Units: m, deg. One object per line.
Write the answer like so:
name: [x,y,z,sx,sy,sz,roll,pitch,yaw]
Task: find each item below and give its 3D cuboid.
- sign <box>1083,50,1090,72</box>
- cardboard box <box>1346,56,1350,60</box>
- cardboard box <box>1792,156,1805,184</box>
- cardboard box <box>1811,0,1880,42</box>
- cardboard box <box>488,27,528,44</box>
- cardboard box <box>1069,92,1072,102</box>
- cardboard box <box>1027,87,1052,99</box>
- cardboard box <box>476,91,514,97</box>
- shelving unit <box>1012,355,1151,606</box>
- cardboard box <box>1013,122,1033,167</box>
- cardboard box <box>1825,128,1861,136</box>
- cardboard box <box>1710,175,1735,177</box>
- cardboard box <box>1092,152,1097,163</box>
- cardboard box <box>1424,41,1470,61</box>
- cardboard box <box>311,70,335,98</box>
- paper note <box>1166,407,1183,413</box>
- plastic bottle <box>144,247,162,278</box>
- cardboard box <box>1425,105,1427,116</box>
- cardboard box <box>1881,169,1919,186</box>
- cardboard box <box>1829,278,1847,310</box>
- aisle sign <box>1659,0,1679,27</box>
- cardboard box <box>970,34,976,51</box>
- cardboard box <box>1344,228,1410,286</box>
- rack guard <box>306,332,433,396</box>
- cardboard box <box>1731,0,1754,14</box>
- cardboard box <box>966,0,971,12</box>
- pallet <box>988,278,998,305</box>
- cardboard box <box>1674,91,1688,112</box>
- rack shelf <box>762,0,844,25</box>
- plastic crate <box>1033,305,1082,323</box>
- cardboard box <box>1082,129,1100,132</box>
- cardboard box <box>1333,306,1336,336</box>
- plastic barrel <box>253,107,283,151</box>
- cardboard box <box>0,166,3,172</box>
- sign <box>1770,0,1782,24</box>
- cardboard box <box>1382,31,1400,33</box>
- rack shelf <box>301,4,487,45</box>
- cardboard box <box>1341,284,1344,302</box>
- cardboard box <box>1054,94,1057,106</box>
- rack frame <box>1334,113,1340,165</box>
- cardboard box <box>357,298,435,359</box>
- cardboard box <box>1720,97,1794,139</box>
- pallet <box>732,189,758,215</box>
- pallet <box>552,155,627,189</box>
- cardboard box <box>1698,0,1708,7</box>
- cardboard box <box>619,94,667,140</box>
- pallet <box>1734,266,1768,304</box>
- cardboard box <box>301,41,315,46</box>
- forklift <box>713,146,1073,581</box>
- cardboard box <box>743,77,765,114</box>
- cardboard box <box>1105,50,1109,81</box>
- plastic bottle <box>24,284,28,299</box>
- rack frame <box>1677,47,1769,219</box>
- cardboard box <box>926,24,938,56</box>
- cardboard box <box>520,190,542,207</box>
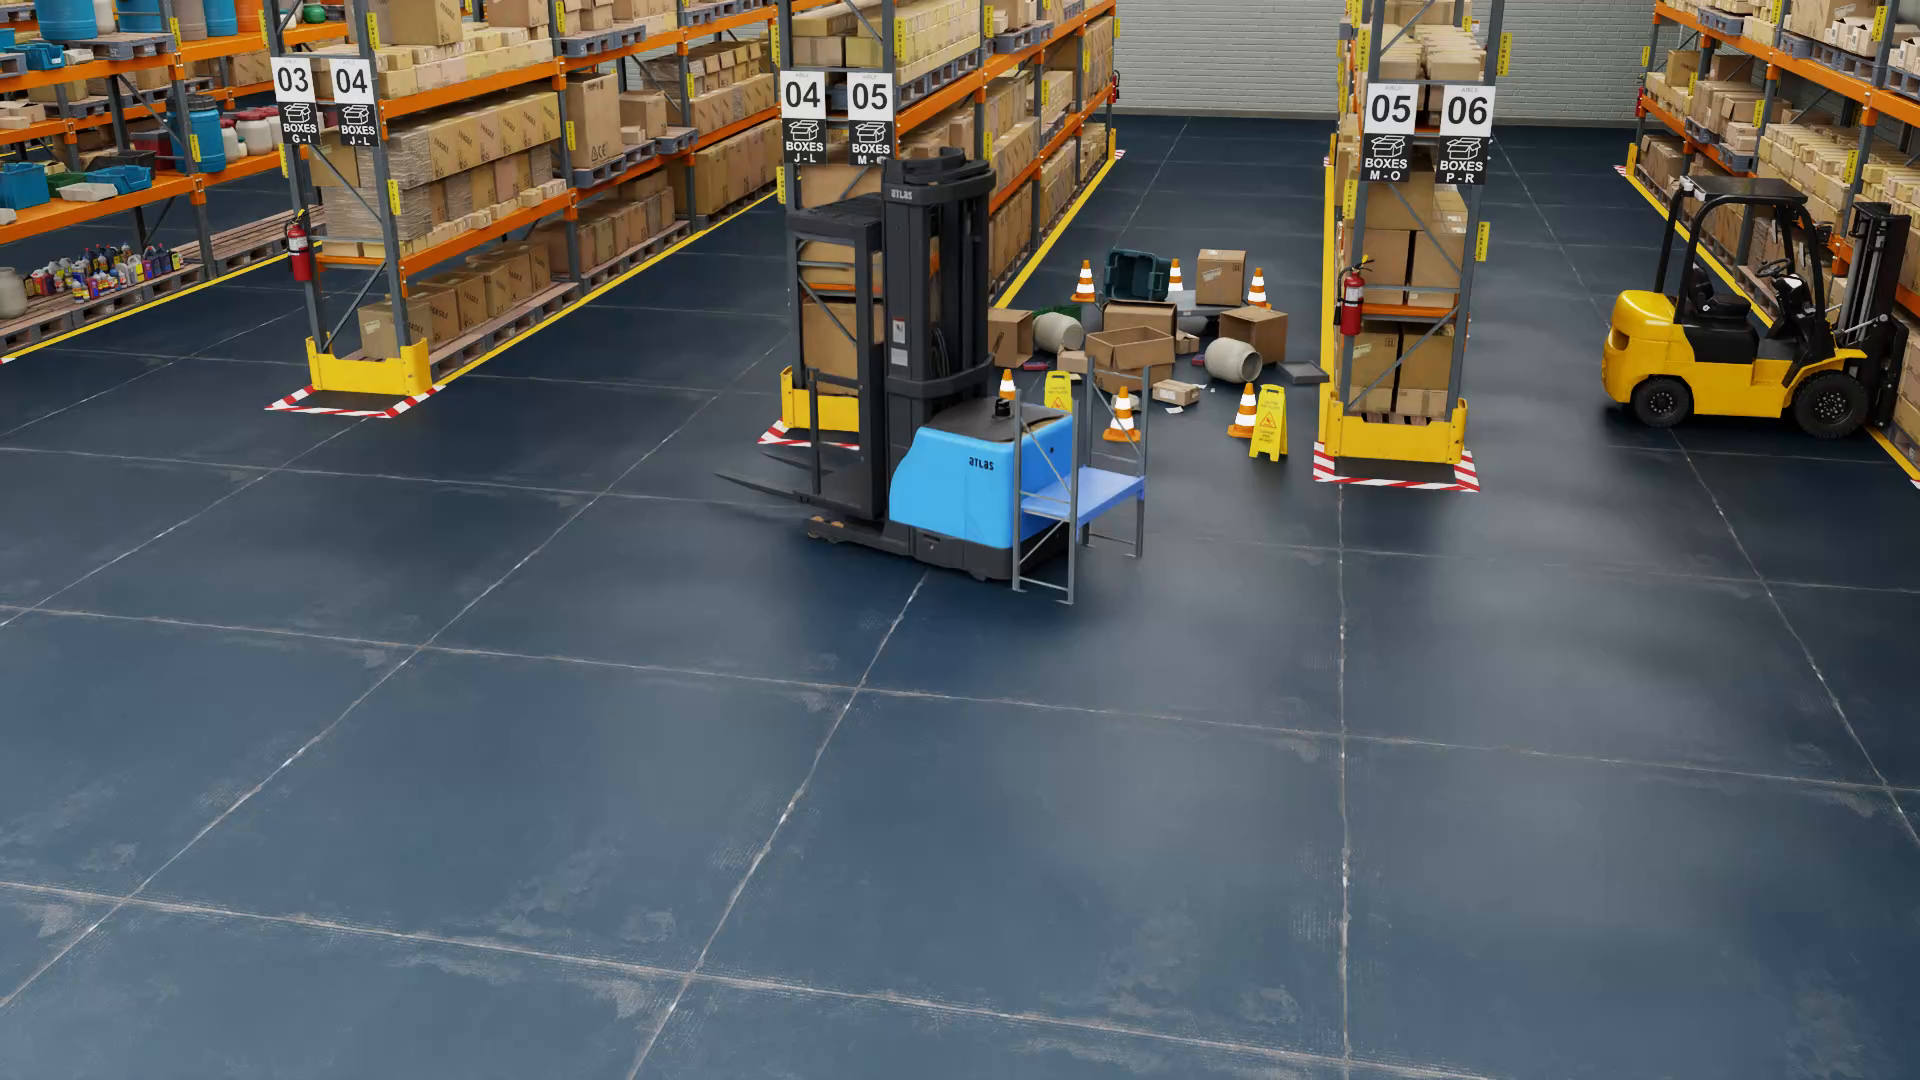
sign: [1.940,-7.354,25.547,0.100,0.325,0.005,4,22,11]
cardboard box: [5.815,-6.700,24.002,0.500,0.500,0.500,4,22,11]
cardboard box: [9.670,-4.134,18.635,0.500,0.250,0.500,5,22,12]
cardboard box: [9.713,-5.738,18.240,0.500,0.500,0.500,5,22,12]
cardboard box: [-4.965,-5.524,18.205,0.380,0.149,0.250,3,22,8]
cardboard box: [1.509,-6.775,25.436,0.380,0.149,0.250,4,22,10]
cardboard box: [1.079,-6.287,23.426,0.380,0.149,0.250,6,23,13]
cardboard box: [-5.412,-4.850,19.010,0.500,0.500,0.500,4,22,11]
shelving unit: [0.874,-0.448,11.957,0.538,1.500,1.048,14,26,31]
cardboard box: [0.648,-5.074,21.302,0.500,0.500,0.500,4,22,11]
cardboard box: [10.494,-4.786,19.719,0.380,0.149,0.250,5,22,12]
cardboard box: [10.637,-4.974,23.103,0.380,0.149,0.250,4,22,11]
cardboard box: [2.114,-6.505,28.244,0.380,0.149,0.250,5,22,12]
cardboard box: [4.428,-4.442,15.121,0.380,0.149,0.250,5,22,12]
cardboard box: [-6.038,-4.401,15.953,0.500,0.250,0.500,5,22,12]
paper note: [2.058,-1.249,15.913,0.148,0.019,0.142,-3,22,-8]
plastic bottle: [-9.808,-3.372,20.168,0.144,0.351,0.185,3,22,8]
cardboard box: [4.280,-3.789,14.569,0.380,0.149,0.250,4,22,11]
cardboard box: [9.187,-3.502,16.133,0.380,0.149,0.250,5,22,12]
cardboard box: [9.085,-2.444,16.688,0.500,0.250,0.500,4,22,10]
aisle sign: [11.666,-8.856,27.348,0.394,0.787,0.004,4,22,11]
cardboard box: [-0.049,-5.198,17.370,0.380,0.149,0.250,5,22,12]
cardboard box: [3.655,-2.532,14.594,0.500,0.500,0.500,4,22,10]
rack guard: [-5.872,-1.752,16.535,1.175,0.500,0.348,4,22,11]
cardboard box: [10.384,-7.013,21.877,0.380,0.149,0.250,5,22,12]
cardboard box: [-0.102,-5.475,16.991,0.380,0.149,0.250,4,22,11]
pallet: [-0.152,-2.926,19.837,1.003,0.211,1.213,4,22,11]
cardboard box: [11.076,-6.598,25.023,0.500,0.250,0.500,5,22,11]
rack shelf: [-3.030,-9.062,28.286,1.077,0.370,4.000,4,22,11]
plastic crate: [1.011,-2.491,18.710,0.450,0.188,0.662,7,21,42]
cardboard box: [2.202,-6.974,28.612,0.380,0.149,0.250,4,22,9]
cardboard box: [4.246,-2.316,17.706,0.500,0.250,0.500,3,22,8]
plastic barrel: [-9.272,-5.547,22.430,0.433,0.535,0.433,0,22,0]
cardboard box: [-13.917,-5.345,24.477,0.500,0.311,0.500,4,22,10]
sign: [9.776,-6.351,19.899,0.100,0.325,0.005,4,22,11]
cardboard box: [4.080,-4.859,16.156,0.380,0.149,0.250,4,22,11]
rack shelf: [-8.695,-7.976,25.591,1.077,0.370,4.000,4,22,11]
cardboard box: [3.841,-2.337,15.887,0.380,0.149,0.250,5,23,13]
cardboard box: [1.188,-6.342,23.962,0.380,0.149,0.250,5,23,13]
rack frame: [7.079,-7.980,28.653,1.000,3.000,0.127,4,22,11]
cardboard box: [-5.743,-2.146,16.951,0.500,0.500,0.500,9,24,21]
cardboard box: [10.459,-5.531,21.871,0.797,0.503,0.637,4,22,10]
pallet: [-3.769,-5.244,25.591,1.003,0.211,1.213,4,22,11]
pallet: [-4.773,-4.526,20.334,1.003,0.211,1.213,4,22,11]
cardboard box: [10.976,-7.795,23.982,0.500,0.250,0.500,5,22,11]
cardboard box: [-4.342,-5.639,22.143,0.700,0.500,0.500,8,23,19]
pallet: [10.101,-3.086,20.233,1.003,0.211,1.213,4,22,11]
cardboard box: [-12.345,-9.444,30.815,0.500,0.500,0.500,5,22,12]
forklift: [-0.598,-1.478,12.599,3.031,2.935,1.130,15,26,32]
cardboard box: [-3.374,-6.947,25.953,0.500,0.500,0.500,5,23,13]
cardboard box: [2.263,-8.133,28.500,0.500,0.500,0.500,4,22,10]
plastic bottle: [-10.790,-2.873,19.128,0.097,0.201,0.097,0,22,0]
rack frame: [11.123,-6.140,24.084,1.000,3.000,0.127,4,22,11]
cardboard box: [-0.498,-4.697,15.593,0.500,0.250,0.500,4,22,10]
cardboard box: [-4.939,-3.852,18.738,0.380,0.149,0.250,4,22,11]
